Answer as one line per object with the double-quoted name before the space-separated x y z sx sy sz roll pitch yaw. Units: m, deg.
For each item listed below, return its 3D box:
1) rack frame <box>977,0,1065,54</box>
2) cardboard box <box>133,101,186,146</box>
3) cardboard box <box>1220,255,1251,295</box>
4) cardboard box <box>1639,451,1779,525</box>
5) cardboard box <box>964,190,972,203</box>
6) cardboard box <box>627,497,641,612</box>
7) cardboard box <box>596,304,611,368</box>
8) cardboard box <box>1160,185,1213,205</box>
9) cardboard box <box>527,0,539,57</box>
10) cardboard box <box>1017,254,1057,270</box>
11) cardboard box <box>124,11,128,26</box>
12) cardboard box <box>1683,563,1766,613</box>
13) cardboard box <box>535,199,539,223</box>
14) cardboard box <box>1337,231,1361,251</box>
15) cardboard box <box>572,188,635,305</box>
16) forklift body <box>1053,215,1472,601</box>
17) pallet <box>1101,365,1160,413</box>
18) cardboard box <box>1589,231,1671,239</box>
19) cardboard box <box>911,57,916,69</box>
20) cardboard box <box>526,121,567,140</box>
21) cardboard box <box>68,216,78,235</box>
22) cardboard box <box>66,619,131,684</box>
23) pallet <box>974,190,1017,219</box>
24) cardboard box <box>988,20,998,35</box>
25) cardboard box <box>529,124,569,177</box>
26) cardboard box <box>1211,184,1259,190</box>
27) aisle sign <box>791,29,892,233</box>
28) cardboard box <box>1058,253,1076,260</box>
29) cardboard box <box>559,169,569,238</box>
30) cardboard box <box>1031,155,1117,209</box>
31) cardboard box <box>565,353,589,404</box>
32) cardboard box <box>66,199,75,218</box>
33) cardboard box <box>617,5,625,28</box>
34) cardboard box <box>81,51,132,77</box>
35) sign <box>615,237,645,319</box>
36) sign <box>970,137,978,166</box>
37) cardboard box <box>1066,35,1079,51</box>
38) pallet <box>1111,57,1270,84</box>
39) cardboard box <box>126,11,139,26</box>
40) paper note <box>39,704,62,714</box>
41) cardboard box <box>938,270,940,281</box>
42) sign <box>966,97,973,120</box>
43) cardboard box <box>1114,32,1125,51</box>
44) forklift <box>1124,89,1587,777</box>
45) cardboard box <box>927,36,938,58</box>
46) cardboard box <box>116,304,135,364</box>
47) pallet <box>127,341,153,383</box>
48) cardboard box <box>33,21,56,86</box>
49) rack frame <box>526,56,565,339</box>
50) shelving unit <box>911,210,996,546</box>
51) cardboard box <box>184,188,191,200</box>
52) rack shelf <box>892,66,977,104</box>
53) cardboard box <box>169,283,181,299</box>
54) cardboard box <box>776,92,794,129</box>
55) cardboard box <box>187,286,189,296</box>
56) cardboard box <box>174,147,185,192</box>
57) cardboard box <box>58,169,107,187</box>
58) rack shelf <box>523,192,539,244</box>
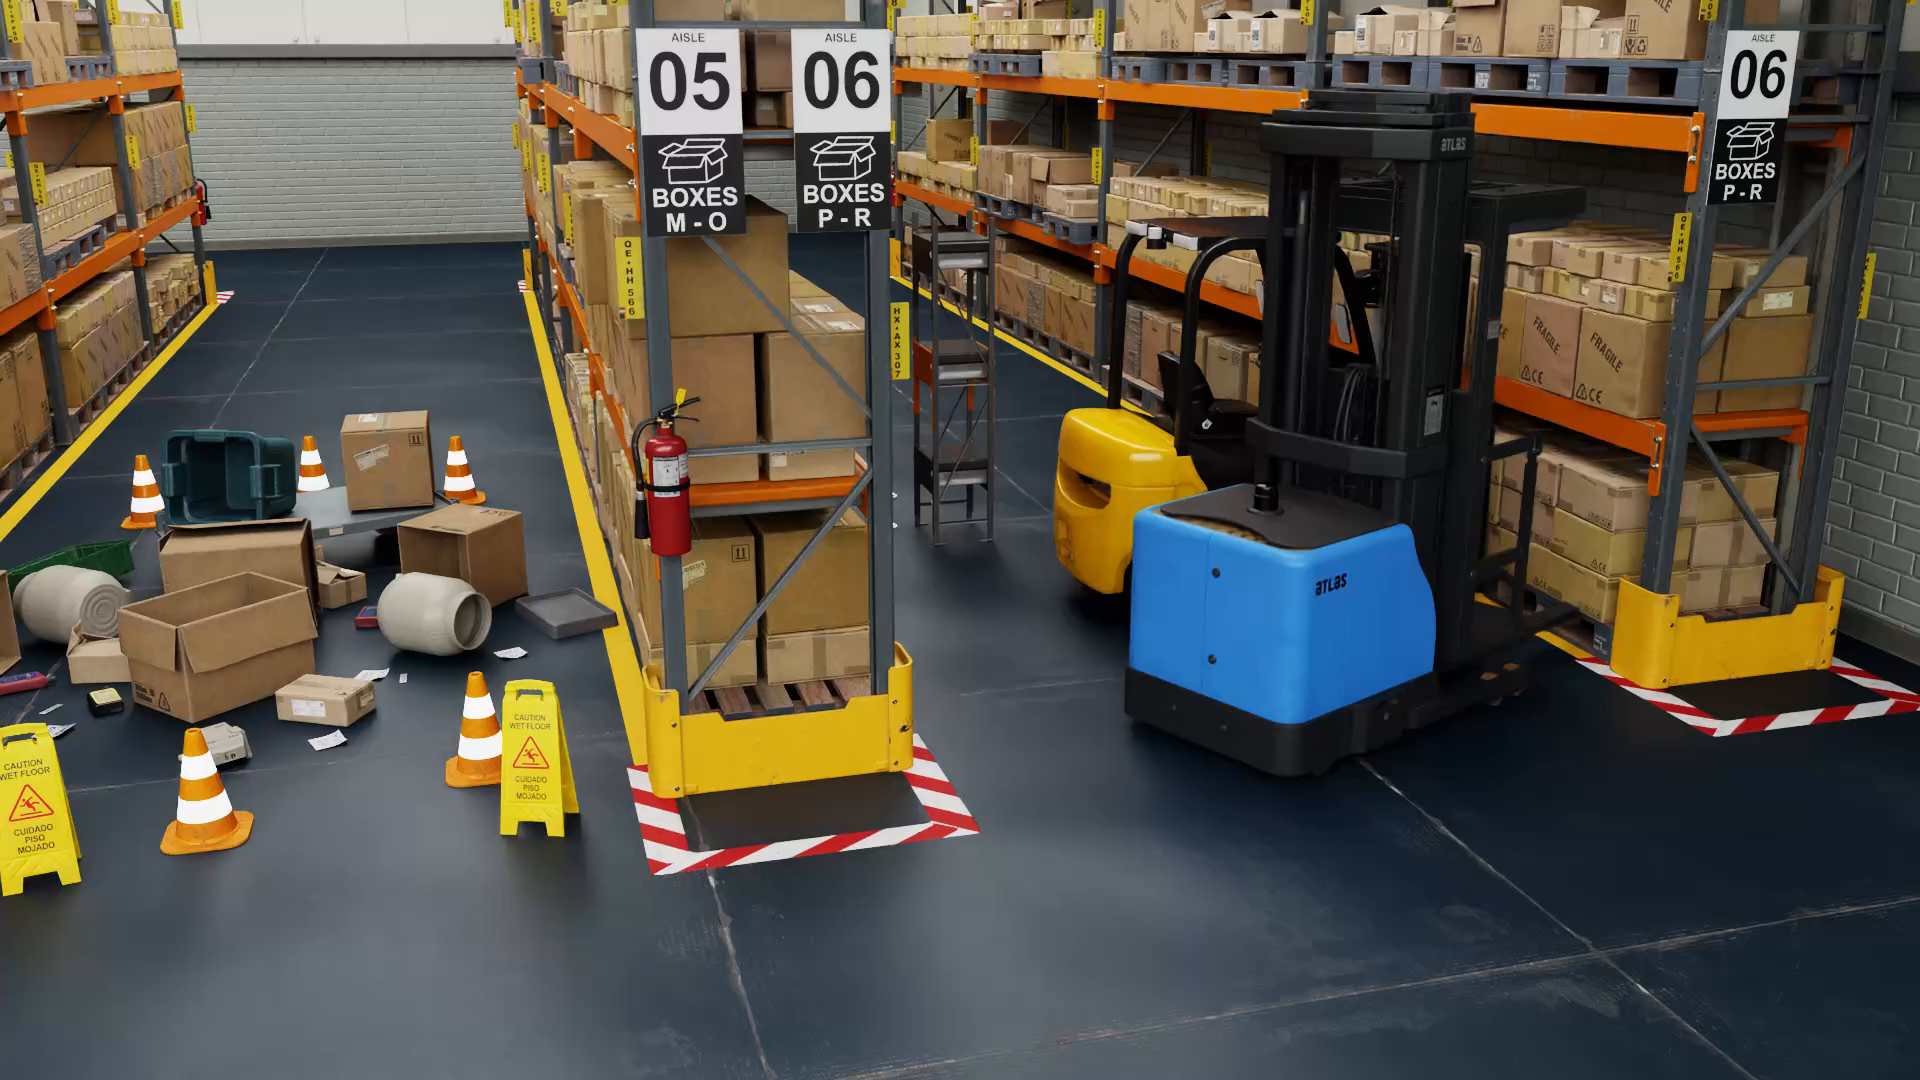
"rack frame" 0.688 -6.969 18.510 1.000 3.000 0.127 -5 17 -15
"cardboard box" -9.549 -4.952 19.794 0.500 0.500 0.500 -5 17 -16
"cardboard box" 2.354 -2.068 12.884 0.500 0.250 0.500 -5 17 -16
"cardboard box" 4.036 -0.287 9.006 0.500 0.250 0.500 -5 17 -16
"cardboard box" 0.266 -4.114 19.870 0.380 0.149 0.250 -4 17 -14
"cardboard box" -1.403 0.029 8.389 0.500 0.500 0.500 -4 17 -13
"cardboard box" -1.746 -1.259 9.239 0.500 0.500 0.500 -5 17 -16
"cardboard box" 1.944 -2.955 14.275 0.380 0.149 0.250 -5 17 -15
"cardboard box" -3.439 -4.540 14.735 0.700 0.500 0.500 -6 18 -18
"cardboard box" 0.852 -3.075 18.462 0.380 0.149 0.250 -5 17 -16
"cardboard box" -8.946 -5.466 17.419 0.380 0.149 0.250 -5 18 -17
"cardboard box" 4.039 0.188 9.162 0.500 0.250 0.500 -5 17 -15
"cardboard box" -4.216 -3.488 17.610 0.500 0.250 0.500 -5 17 -17
"cardboard box" 2.794 -2.061 11.298 0.380 0.149 0.250 -4 17 -14
"cardboard box" -1.506 -1.450 8.135 0.700 0.500 0.500 -5 17 -16
"forklift body" 1.711 -0.750 9.711 2.313 2.155 1.214 -5 17 -15
"pallet" 1.977 -1.423 15.322 1.003 0.211 1.213 -5 17 -15
"cardboard box" 3.824 -1.675 9.495 0.380 0.149 0.250 -4 17 -14
"cardboard box" -0.426 -6.192 21.574 0.380 0.149 0.250 -4 17 -14
"cardboard box" -4.478 -4.338 18.267 0.500 0.500 0.500 -5 17 -16
"cardboard box" -8.011 -2.764 14.645 0.380 0.149 0.250 -4 17 -15
"cardboard box" -4.373 0.569 8.596 0.396 0.266 0.258 -2 17 -6
"pallet" 0.803 -3.774 18.636 1.003 0.211 1.213 -5 17 -15
"cardboard box" 0.520 -5.544 17.998 0.380 0.149 0.250 -5 17 -16
"cardboard box" -4.239 -4.085 17.424 0.500 0.500 0.500 -4 17 -15
"cardboard box" 2.395 -2.993 14.401 0.380 0.149 0.250 -5 17 -16
"aisle sign" -0.470 -1.635 6.663 0.394 0.787 0.004 -5 17 -15
"cardboard box" 1.315 -3.124 18.625 0.380 0.149 0.250 -6 18 -18
"cardboard box" -2.933 -2.701 13.309 0.500 0.500 0.500 -4 17 -12
"cardboard box" 1.161 -3.677 17.069 0.797 0.503 0.637 -5 17 -17
"cardboard box" -2.838 -1.381 14.174 0.950 0.372 0.625 -6 18 -19
"cardboard box" -8.010 -2.905 14.600 0.380 0.149 0.250 -5 17 -16
"cardboard box" -1.284 -2.295 7.214 0.380 0.149 0.250 -5 17 -16
"cardboard box" -8.688 -4.797 16.753 0.500 0.250 0.500 -4 17 -12
"sign" -1.324 -1.051 6.673 0.100 0.325 0.005 -5 17 -15
"sign" 0.169 -4.465 19.099 0.100 0.325 0.005 -5 17 -15
"cardboard box" 1.249 -4.837 16.195 0.380 0.149 0.250 -5 17 -15
"pallet" 2.060 -4.155 14.684 1.213 0.211 1.003 -4 17 -13
"cardboard box" -8.977 -5.545 17.683 0.380 0.149 0.250 -4 17 -12
"paper note" -4.465 0.831 8.169 0.032 0.001 0.123 4 17 13
"cardboard box" -0.087 -3.636 21.457 0.500 0.500 0.500 -4 17 -14
"sign" 0.128 -5.946 22.972 0.100 0.325 0.005 -5 17 -15
"cardboard box" 1.592 -4.443 14.816 0.380 0.166 0.250 -5 17 -15
"forklift" 2.236 -0.685 8.139 3.031 2.935 1.130 -14 22 -38
"cardboard box" -0.099 -6.142 20.716 0.500 0.250 0.500 -5 17 -16
"cardboard box" -8.228 -1.960 15.879 0.500 0.500 0.500 -5 17 -17
"pallet" -8.599 -1.732 16.352 1.003 0.211 1.213 -5 17 -15
"cardboard box" -7.761 -3.978 13.592 0.500 0.500 0.500 -5 17 -15
"rack frame" -4.083 -3.702 18.063 1.000 3.000 0.127 -5 17 -15
"shelving unit" -0.045 -1.051 10.802 0.431 2.100 0.503 -5 17 -15
"cardboard box" -9.553 -4.201 20.161 0.380 0.149 0.250 -5 17 -15
"rack shelf" 0.139 -5.741 20.887 1.077 0.370 4.000 -5 17 -15
"cardboard box" -9.040 -2.812 18.808 0.380 0.149 0.250 -5 17 -15
"cardboard box" -0.564 -1.817 7.008 0.380 0.149 0.250 -5 17 -15
"cardboard box" -9.411 -2.953 19.794 0.380 0.149 0.250 -5 17 -16
"cardboard box" -9.406 -4.333 19.472 0.500 0.500 0.500 -5 17 -16
"cardboard box" -8.442 -3.479 15.992 0.380 0.149 0.250 -5 17 -17
"rack shelf" -4.633 -3.911 20.008 1.077 0.370 4.000 -5 17 -15
